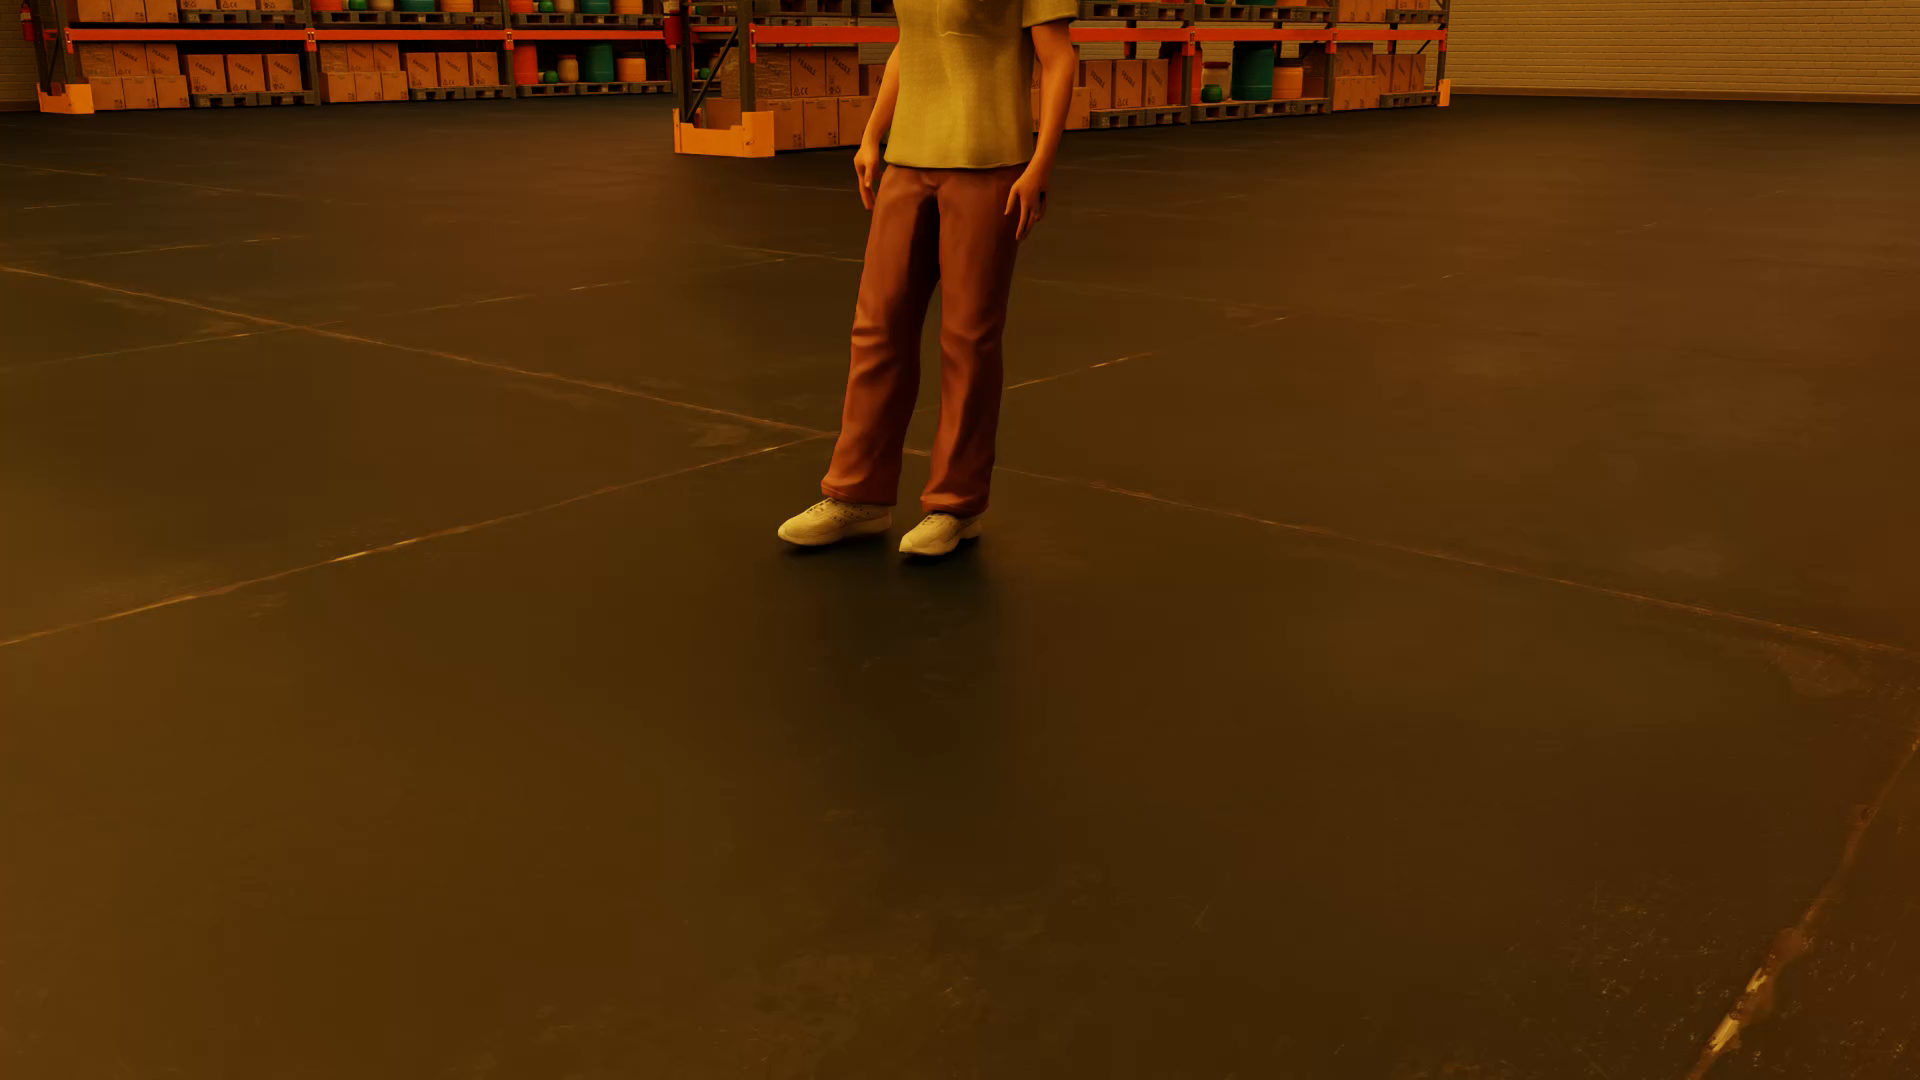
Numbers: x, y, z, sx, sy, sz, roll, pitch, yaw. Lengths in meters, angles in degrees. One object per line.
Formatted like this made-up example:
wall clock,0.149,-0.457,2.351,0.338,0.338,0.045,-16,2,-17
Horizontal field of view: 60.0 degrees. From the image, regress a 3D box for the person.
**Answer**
person,-0.056,-0.794,3.649,0.553,1.675,0.549,13,21,37
